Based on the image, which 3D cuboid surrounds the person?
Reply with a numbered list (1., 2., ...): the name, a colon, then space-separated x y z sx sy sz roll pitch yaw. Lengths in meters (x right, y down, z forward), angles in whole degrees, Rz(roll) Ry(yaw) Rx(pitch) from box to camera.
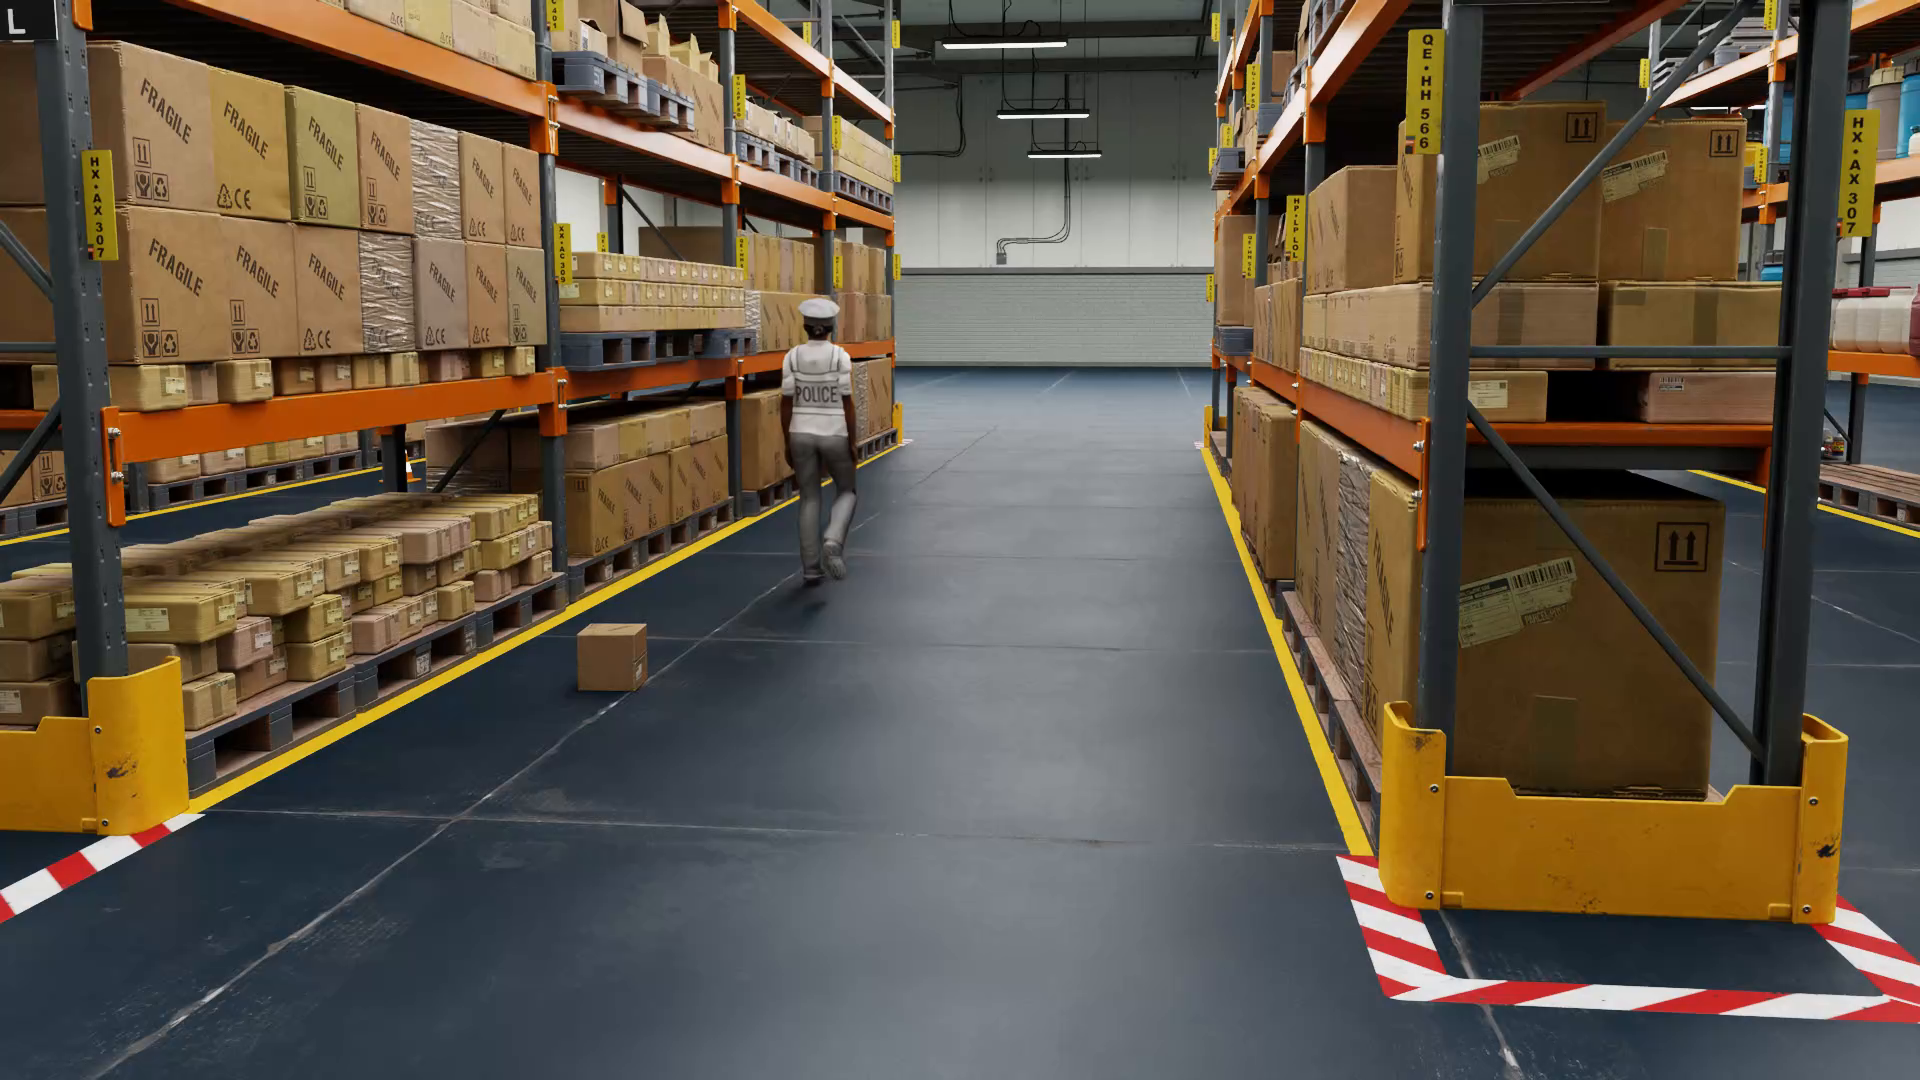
1. person: -0.831 -0.602 9.965 0.470 1.685 0.444 1 8 5
